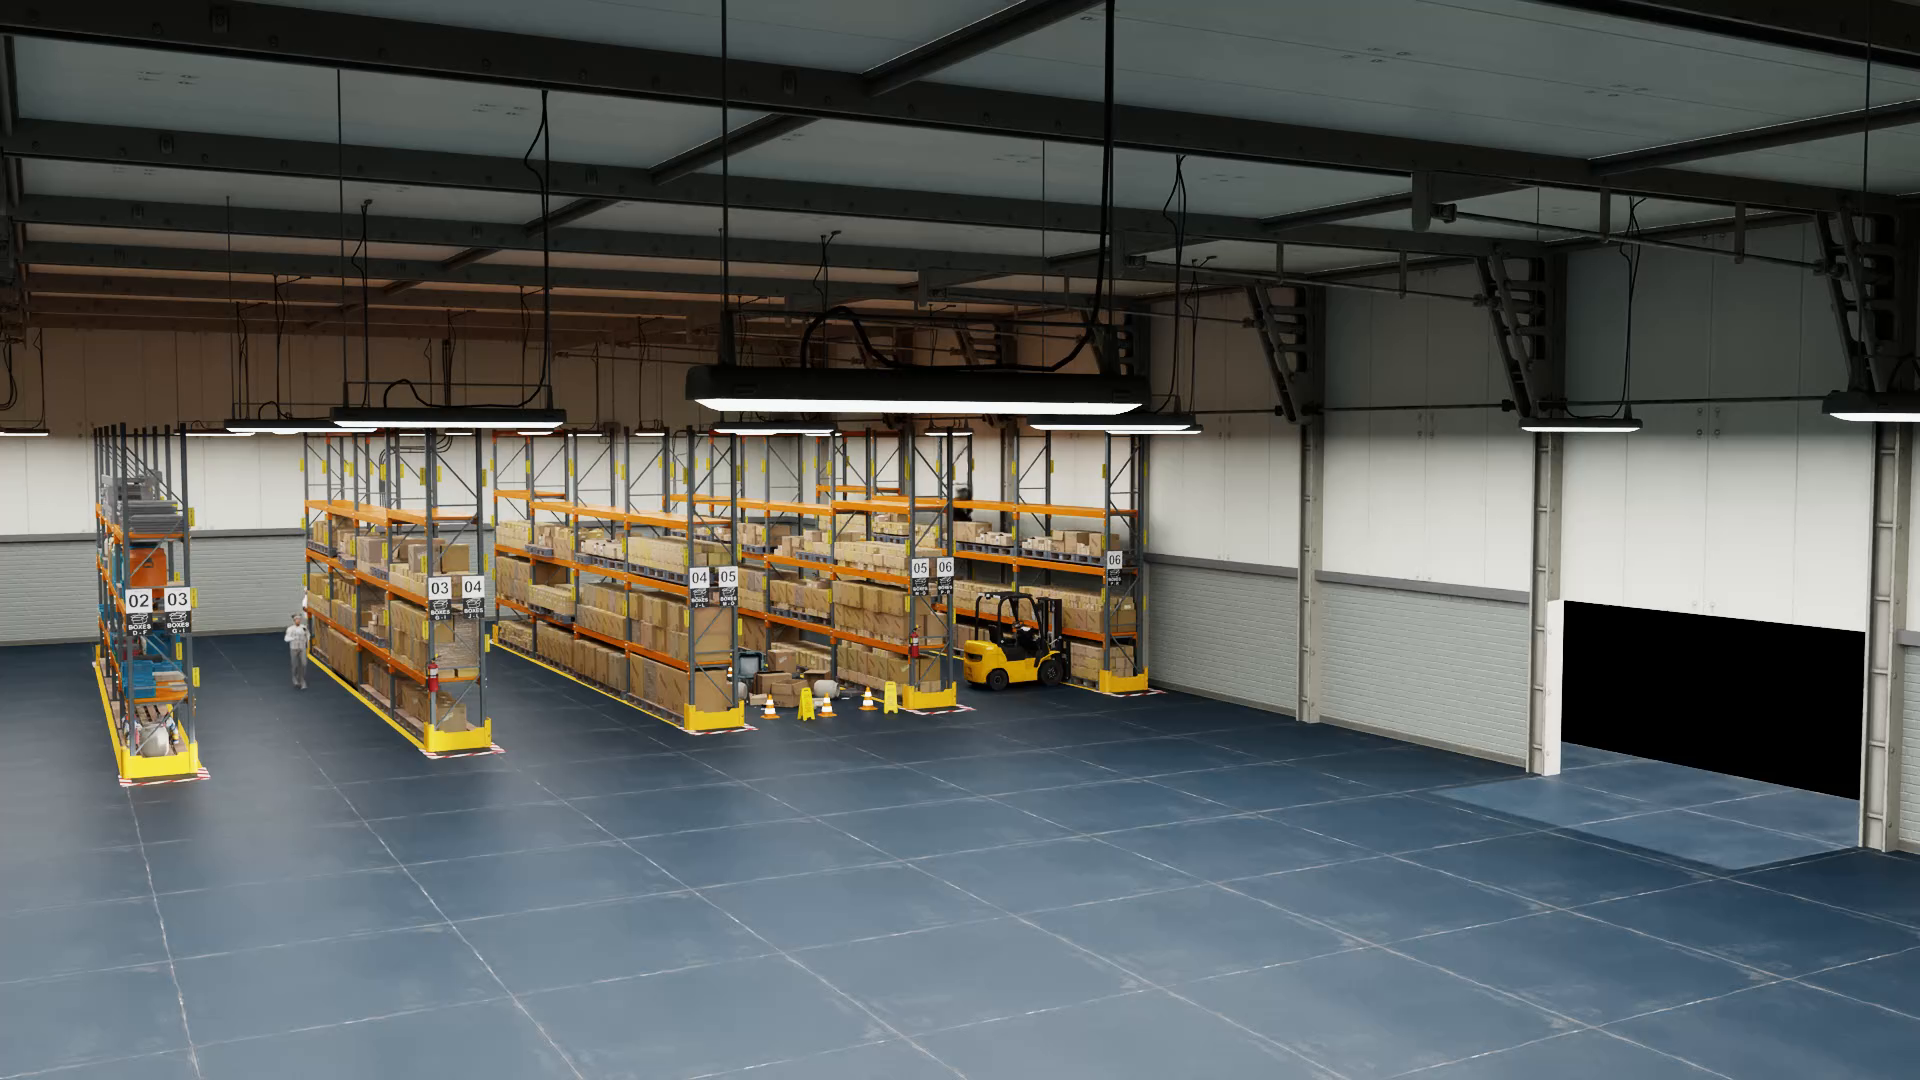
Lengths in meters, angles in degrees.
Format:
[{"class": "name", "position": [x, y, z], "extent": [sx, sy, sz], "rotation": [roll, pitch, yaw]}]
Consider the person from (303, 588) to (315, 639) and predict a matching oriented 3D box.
[{"class": "person", "position": [-17.857, 2.105, 45.774], "extent": [0.628, 1.711, 0.719], "rotation": [-1, 4, -14]}]

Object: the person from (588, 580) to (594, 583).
[{"class": "person", "position": [-10.381, 2.001, 46.856], "extent": [0.658, 1.743, 0.619], "rotation": [-2, 4, -35]}]

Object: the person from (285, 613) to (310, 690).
[{"class": "person", "position": [-15.240, 2.551, 38.310], "extent": [0.596, 1.735, 0.720], "rotation": [-2, 4, -30]}]
